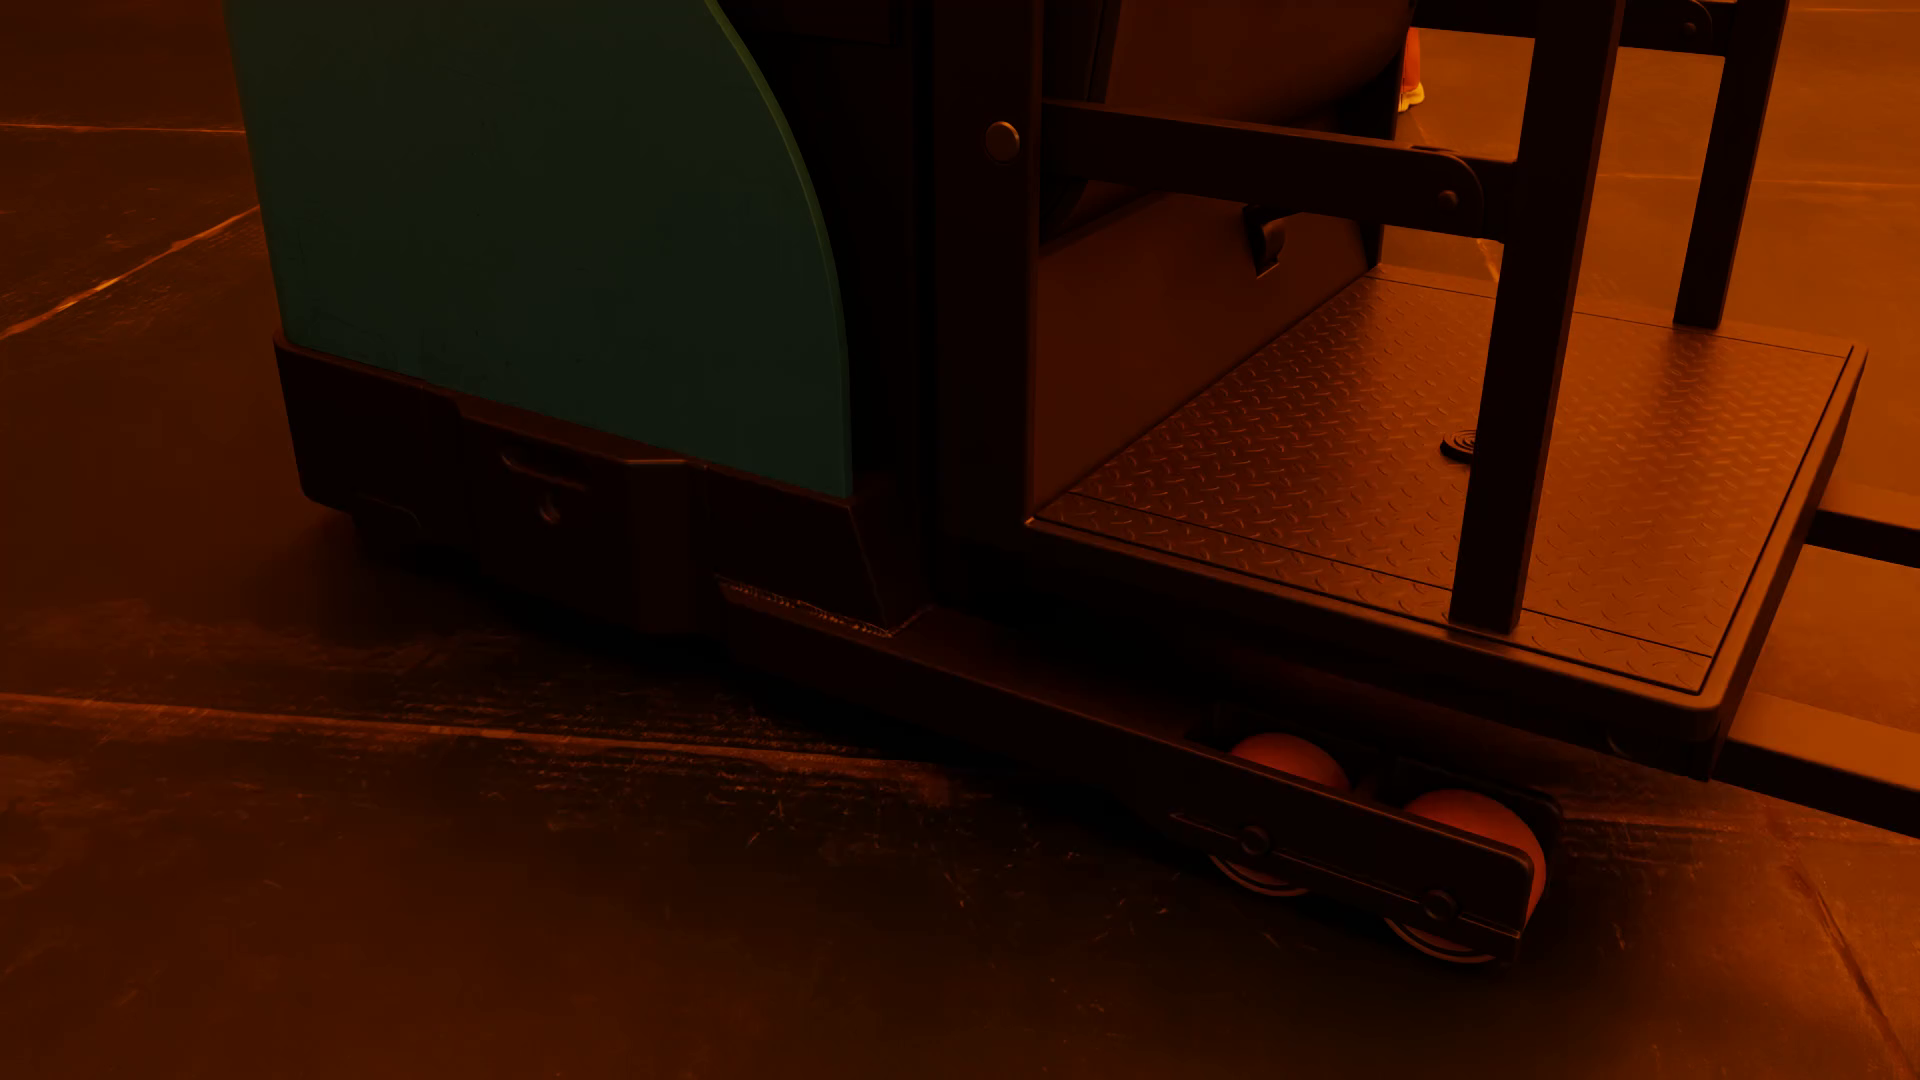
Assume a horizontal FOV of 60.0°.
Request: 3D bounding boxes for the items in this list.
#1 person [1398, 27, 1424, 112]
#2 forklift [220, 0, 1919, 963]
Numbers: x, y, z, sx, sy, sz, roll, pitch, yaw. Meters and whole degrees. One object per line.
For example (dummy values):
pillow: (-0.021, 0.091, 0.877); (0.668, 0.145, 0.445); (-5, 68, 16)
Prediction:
person: (1.195, -2.112, 4.870); (0.538, 1.687, 0.482); (11, 28, 21)
forklift: (0.525, -1.163, 1.548); (3.031, 2.935, 1.130); (16, 31, 29)
